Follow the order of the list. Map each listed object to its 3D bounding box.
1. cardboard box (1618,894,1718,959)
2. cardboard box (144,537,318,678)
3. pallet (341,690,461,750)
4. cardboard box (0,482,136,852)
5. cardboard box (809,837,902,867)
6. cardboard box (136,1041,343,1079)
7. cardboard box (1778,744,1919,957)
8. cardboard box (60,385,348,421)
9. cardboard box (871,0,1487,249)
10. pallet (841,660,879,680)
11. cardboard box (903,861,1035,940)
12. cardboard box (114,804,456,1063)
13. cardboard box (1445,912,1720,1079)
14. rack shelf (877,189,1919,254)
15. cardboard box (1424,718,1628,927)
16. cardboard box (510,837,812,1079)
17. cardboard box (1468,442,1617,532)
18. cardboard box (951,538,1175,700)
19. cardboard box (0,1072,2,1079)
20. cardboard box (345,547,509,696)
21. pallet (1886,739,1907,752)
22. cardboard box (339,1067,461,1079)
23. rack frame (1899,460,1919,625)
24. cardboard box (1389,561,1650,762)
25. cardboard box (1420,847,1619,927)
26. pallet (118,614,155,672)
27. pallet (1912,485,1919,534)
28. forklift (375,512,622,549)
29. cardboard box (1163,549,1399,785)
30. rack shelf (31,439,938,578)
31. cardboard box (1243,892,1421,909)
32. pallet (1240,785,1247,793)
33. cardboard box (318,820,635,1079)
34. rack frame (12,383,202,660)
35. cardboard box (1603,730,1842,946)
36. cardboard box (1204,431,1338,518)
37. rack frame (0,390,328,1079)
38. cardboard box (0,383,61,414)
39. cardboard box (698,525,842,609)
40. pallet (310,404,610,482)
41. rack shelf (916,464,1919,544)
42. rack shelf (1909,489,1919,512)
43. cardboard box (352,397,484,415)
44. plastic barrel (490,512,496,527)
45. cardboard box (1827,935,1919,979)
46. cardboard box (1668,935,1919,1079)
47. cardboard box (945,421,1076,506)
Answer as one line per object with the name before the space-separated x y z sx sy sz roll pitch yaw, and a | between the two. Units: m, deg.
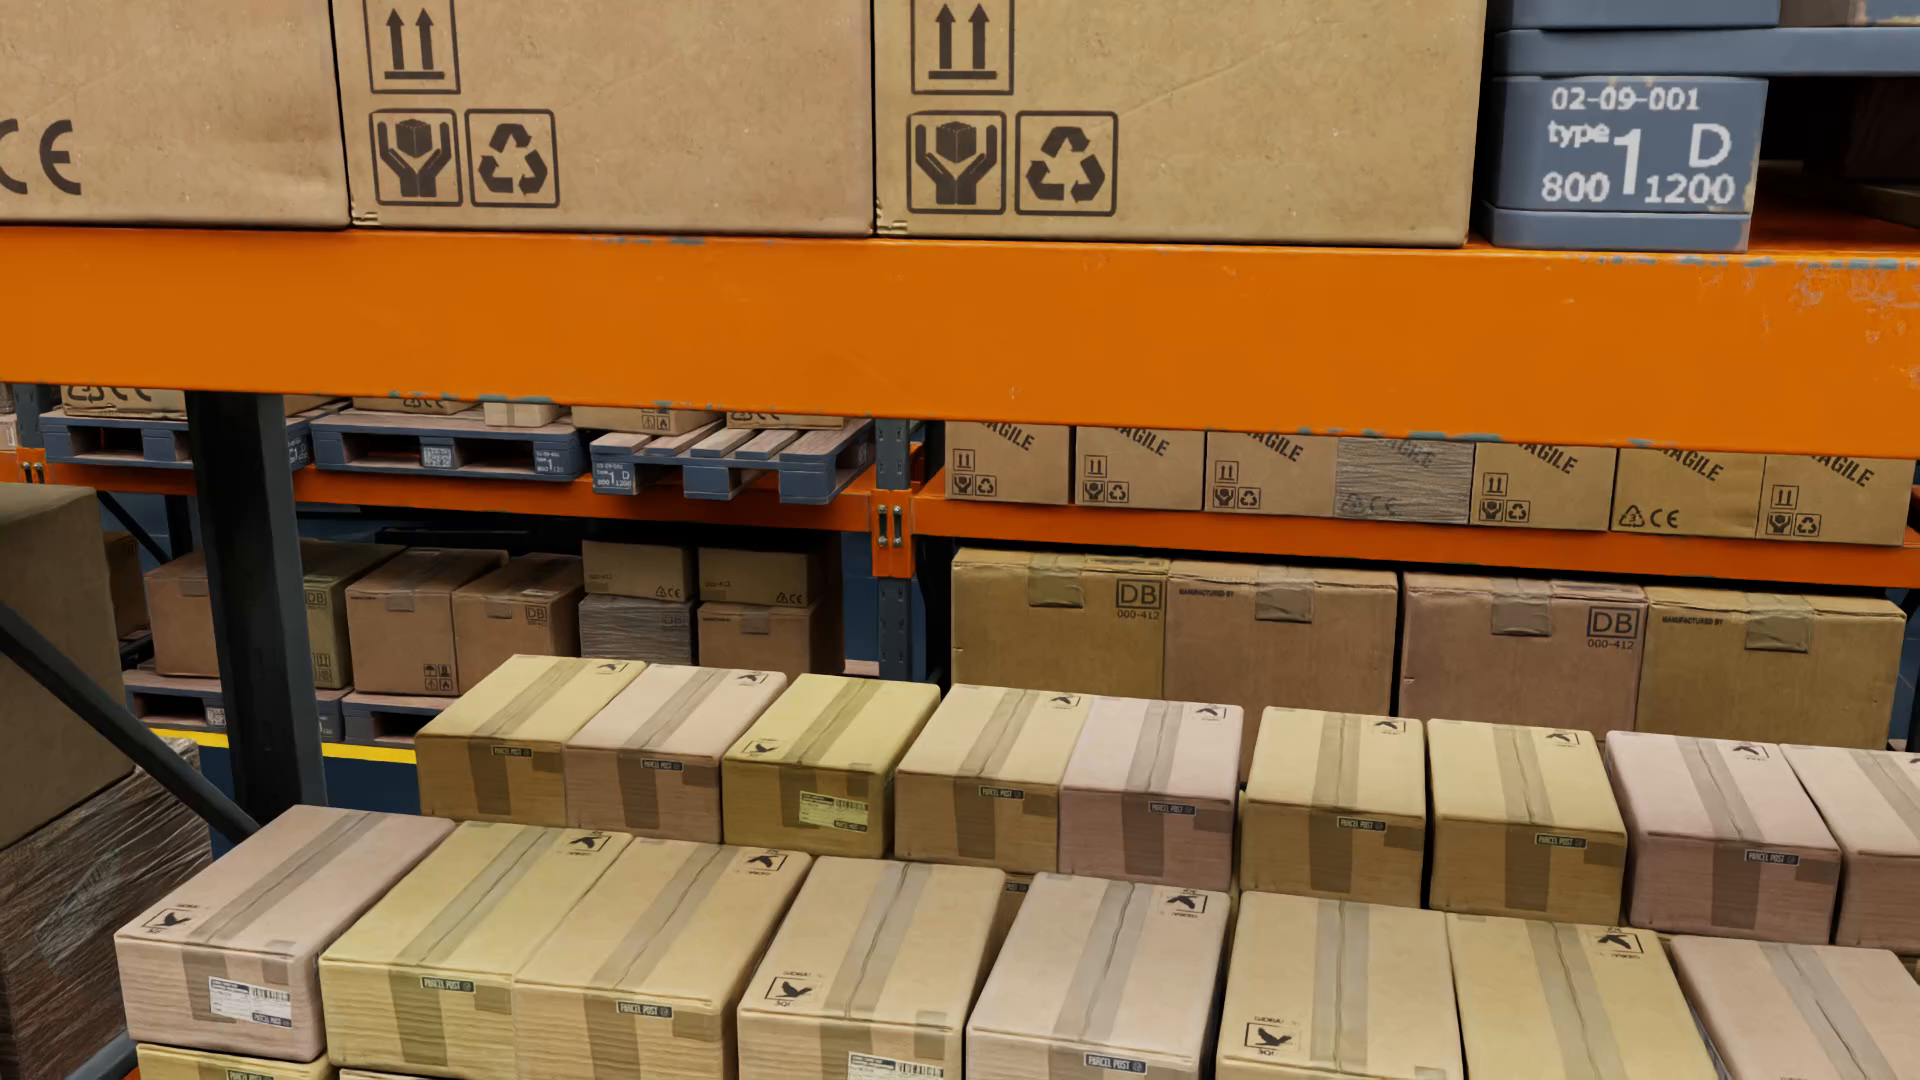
cardboard box | 1.068 0.567 2.454 0.250 0.149 0.380 3 16 10
cardboard box | -3.505 0.314 8.097 0.500 0.500 0.700 2 16 7
pallet | -2.140 0.732 7.952 1.213 0.211 1.003 3 16 11
cardboard box | -1.708 0.232 2.476 0.500 0.500 0.700 3 16 11
cardboard box | -0.175 0.498 2.703 0.250 0.149 0.380 3 16 12
cardboard box | -0.837 0.642 2.183 0.250 0.149 0.380 4 16 14
cardboard box | 1.335 0.437 2.366 0.250 0.149 0.380 3 16 11
cardboard box | -3.352 -1.129 7.539 1.000 1.000 1.000 3 16 11
cardboard box | 0.219 -0.556 1.572 0.500 0.500 0.500 3 16 11
pallet | -0.949 0.798 7.716 1.213 0.211 1.003 3 16 11
cardboard box | 0.070 0.511 2.654 0.250 0.149 0.380 3 16 11
cardboard box | -0.852 0.496 2.153 0.250 0.149 0.380 3 16 11
cardboard box | 0.676 0.579 1.851 0.270 0.149 0.393 4 16 13
rack shelf | 0.689 -0.298 1.813 3.809 0.124 0.919 3 16 11
cardboard box | 0.823 0.410 2.463 0.250 0.149 0.380 4 16 13
cardboard box | -0.353 0.523 2.053 0.250 0.149 0.380 3 16 11
cardboard box | 2.227 -0.347 6.438 0.500 0.500 0.500 3 16 10
cardboard box | 0.489 0.360 7.268 0.875 0.875 1.225 2 16 8
cardboard box | -1.961 0.702 2.650 1.009 0.500 1.038 3 16 11
cardboard box | -2.493 0.374 7.881 0.500 0.500 0.700 2 16 6
pallet | 4.466 1.114 6.576 1.213 0.211 1.003 3 16 11
cardboard box | -0.571 0.656 2.133 0.250 0.149 0.380 4 16 14
rack frame | 3.736 -0.290 6.421 0.053 2.616 0.949 3 16 11
cardboard box | 2.230 0.454 6.926 0.875 0.875 1.225 3 16 9
cardboard box | 0.822 0.552 2.505 0.250 0.149 0.380 3 16 10
pallet | -4.768 0.601 8.428 1.213 0.211 1.003 3 16 11
pallet | 6.651 -0.150 11.137 1.213 0.211 1.003 3 16 11
forklift | -19.464 -4.209 20.862 36.315 2.843 20.333 1 16 3
cardboard box | 1.361 0.409 7.089 0.875 0.875 1.225 3 16 11
rack shelf | -2.143 -0.264 7.672 4.000 0.370 1.077 3 16 11
cardboard box | 0.569 0.539 2.555 0.250 0.149 0.380 4 16 12
pallet | 1.766 0.967 7.105 1.213 0.211 1.003 3 16 11
cardboard box | -0.592 0.509 2.105 0.250 0.149 0.380 3 16 10
rack frame | -4.103 -0.717 7.960 0.127 3.000 1.000 3 16 11
cardboard box | 1.088 0.423 2.415 0.250 0.149 0.380 4 16 13
cardboard box | 1.248 -0.402 6.637 0.500 0.500 0.500 3 16 10
rack frame | -1.270 0.788 2.527 0.127 3.000 1.000 3 16 11
cardboard box | -4.531 -0.948 8.052 0.500 0.500 0.875 3 16 11
cardboard box | -0.846 0.100 7.467 0.500 0.250 0.500 4 16 13
pallet | -2.131 -0.506 7.559 1.213 0.211 1.003 3 16 11
rack shelf | 1.777 -0.145 6.878 3.809 0.124 0.919 3 16 11
rack shelf | 5.697 0.033 6.100 3.809 0.052 0.919 3 16 11
cardboard box | -2.386 -0.901 7.645 0.637 0.503 0.797 5 16 17
plastic barrel | -2.785 -1.498 10.729 0.543 2.708 0.915 3 16 11
cardboard box | 1.328 0.581 2.403 0.250 0.149 0.380 4 16 13
cardboard box | 0.940 0.593 1.801 0.250 0.149 0.380 2 16 9
cardboard box | 0.239 -0.455 6.828 0.500 0.500 0.500 4 16 13
